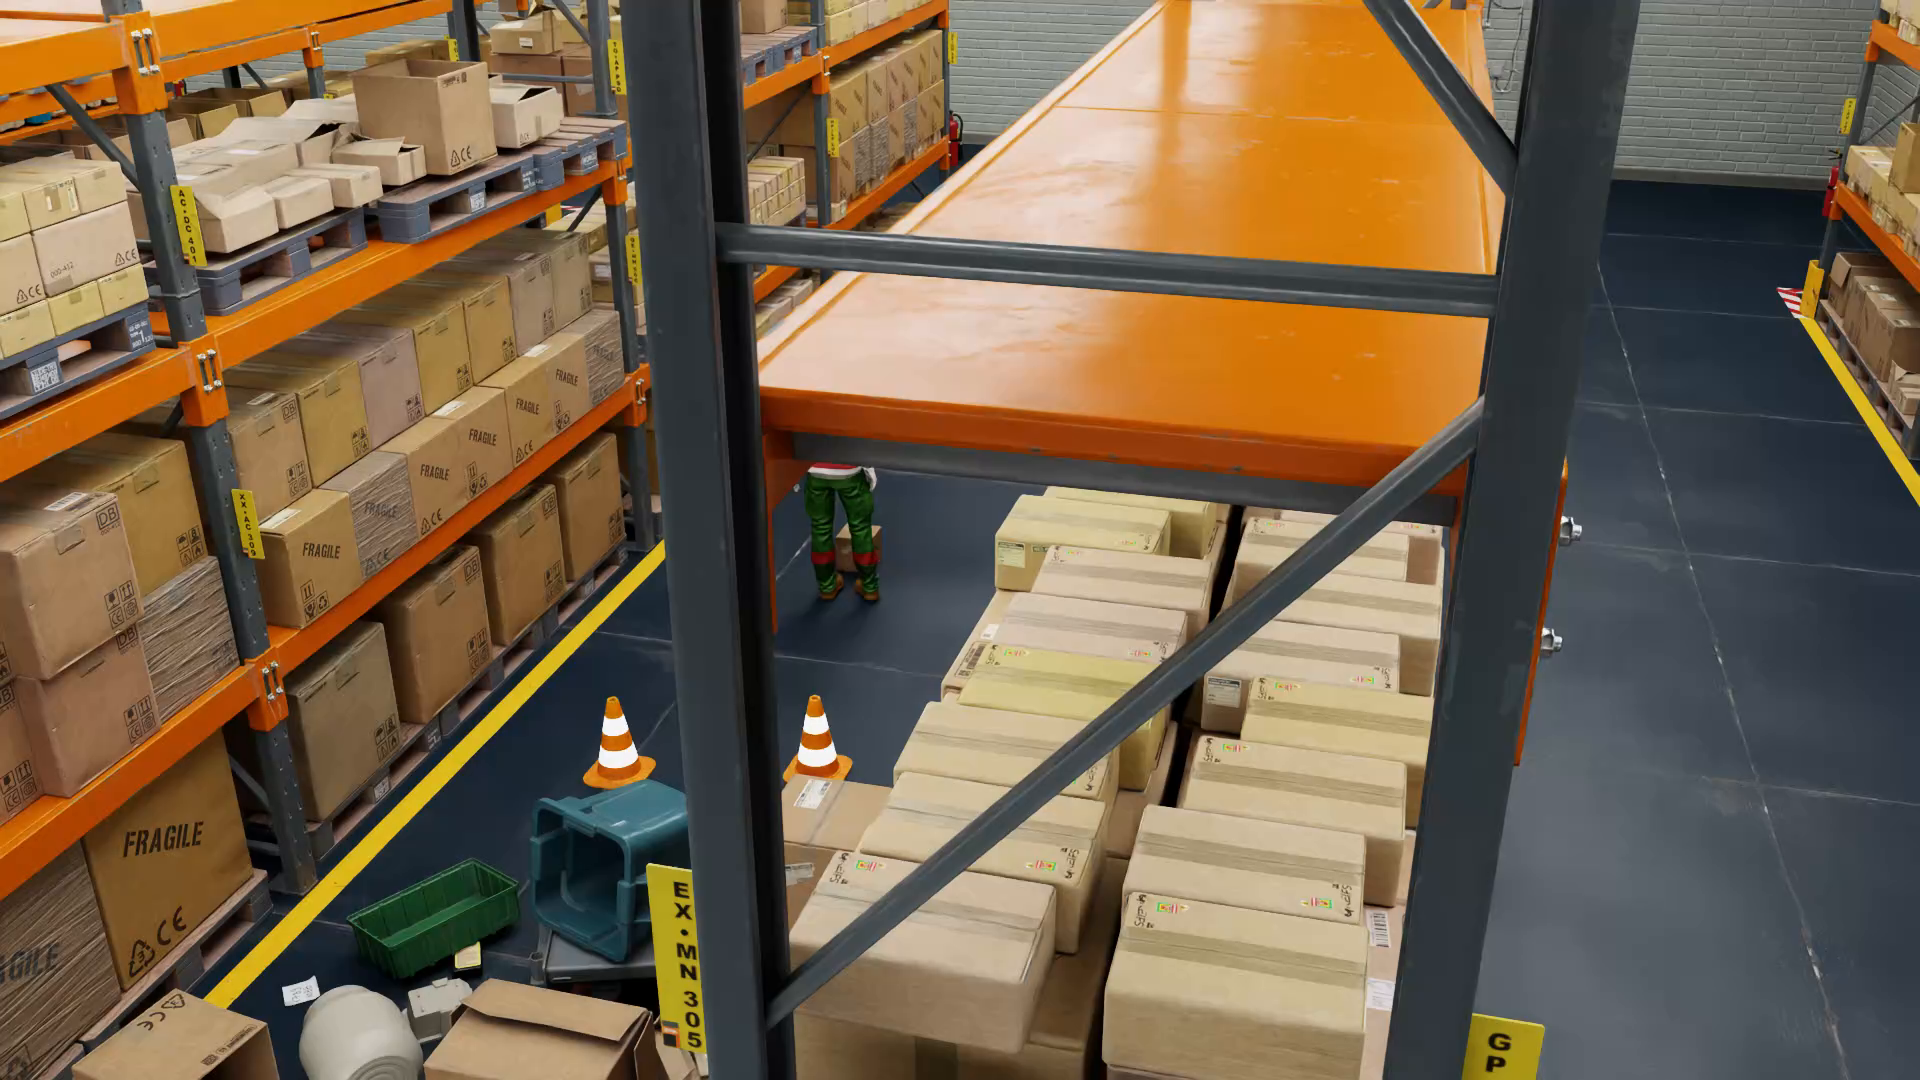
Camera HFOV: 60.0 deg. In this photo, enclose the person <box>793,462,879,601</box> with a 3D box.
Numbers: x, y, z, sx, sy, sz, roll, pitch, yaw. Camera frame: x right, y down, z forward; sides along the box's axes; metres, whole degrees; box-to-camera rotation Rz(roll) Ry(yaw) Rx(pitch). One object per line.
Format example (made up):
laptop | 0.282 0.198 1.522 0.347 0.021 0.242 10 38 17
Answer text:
person | -0.811 -0.344 10.697 0.578 1.552 0.370 4 25 8
